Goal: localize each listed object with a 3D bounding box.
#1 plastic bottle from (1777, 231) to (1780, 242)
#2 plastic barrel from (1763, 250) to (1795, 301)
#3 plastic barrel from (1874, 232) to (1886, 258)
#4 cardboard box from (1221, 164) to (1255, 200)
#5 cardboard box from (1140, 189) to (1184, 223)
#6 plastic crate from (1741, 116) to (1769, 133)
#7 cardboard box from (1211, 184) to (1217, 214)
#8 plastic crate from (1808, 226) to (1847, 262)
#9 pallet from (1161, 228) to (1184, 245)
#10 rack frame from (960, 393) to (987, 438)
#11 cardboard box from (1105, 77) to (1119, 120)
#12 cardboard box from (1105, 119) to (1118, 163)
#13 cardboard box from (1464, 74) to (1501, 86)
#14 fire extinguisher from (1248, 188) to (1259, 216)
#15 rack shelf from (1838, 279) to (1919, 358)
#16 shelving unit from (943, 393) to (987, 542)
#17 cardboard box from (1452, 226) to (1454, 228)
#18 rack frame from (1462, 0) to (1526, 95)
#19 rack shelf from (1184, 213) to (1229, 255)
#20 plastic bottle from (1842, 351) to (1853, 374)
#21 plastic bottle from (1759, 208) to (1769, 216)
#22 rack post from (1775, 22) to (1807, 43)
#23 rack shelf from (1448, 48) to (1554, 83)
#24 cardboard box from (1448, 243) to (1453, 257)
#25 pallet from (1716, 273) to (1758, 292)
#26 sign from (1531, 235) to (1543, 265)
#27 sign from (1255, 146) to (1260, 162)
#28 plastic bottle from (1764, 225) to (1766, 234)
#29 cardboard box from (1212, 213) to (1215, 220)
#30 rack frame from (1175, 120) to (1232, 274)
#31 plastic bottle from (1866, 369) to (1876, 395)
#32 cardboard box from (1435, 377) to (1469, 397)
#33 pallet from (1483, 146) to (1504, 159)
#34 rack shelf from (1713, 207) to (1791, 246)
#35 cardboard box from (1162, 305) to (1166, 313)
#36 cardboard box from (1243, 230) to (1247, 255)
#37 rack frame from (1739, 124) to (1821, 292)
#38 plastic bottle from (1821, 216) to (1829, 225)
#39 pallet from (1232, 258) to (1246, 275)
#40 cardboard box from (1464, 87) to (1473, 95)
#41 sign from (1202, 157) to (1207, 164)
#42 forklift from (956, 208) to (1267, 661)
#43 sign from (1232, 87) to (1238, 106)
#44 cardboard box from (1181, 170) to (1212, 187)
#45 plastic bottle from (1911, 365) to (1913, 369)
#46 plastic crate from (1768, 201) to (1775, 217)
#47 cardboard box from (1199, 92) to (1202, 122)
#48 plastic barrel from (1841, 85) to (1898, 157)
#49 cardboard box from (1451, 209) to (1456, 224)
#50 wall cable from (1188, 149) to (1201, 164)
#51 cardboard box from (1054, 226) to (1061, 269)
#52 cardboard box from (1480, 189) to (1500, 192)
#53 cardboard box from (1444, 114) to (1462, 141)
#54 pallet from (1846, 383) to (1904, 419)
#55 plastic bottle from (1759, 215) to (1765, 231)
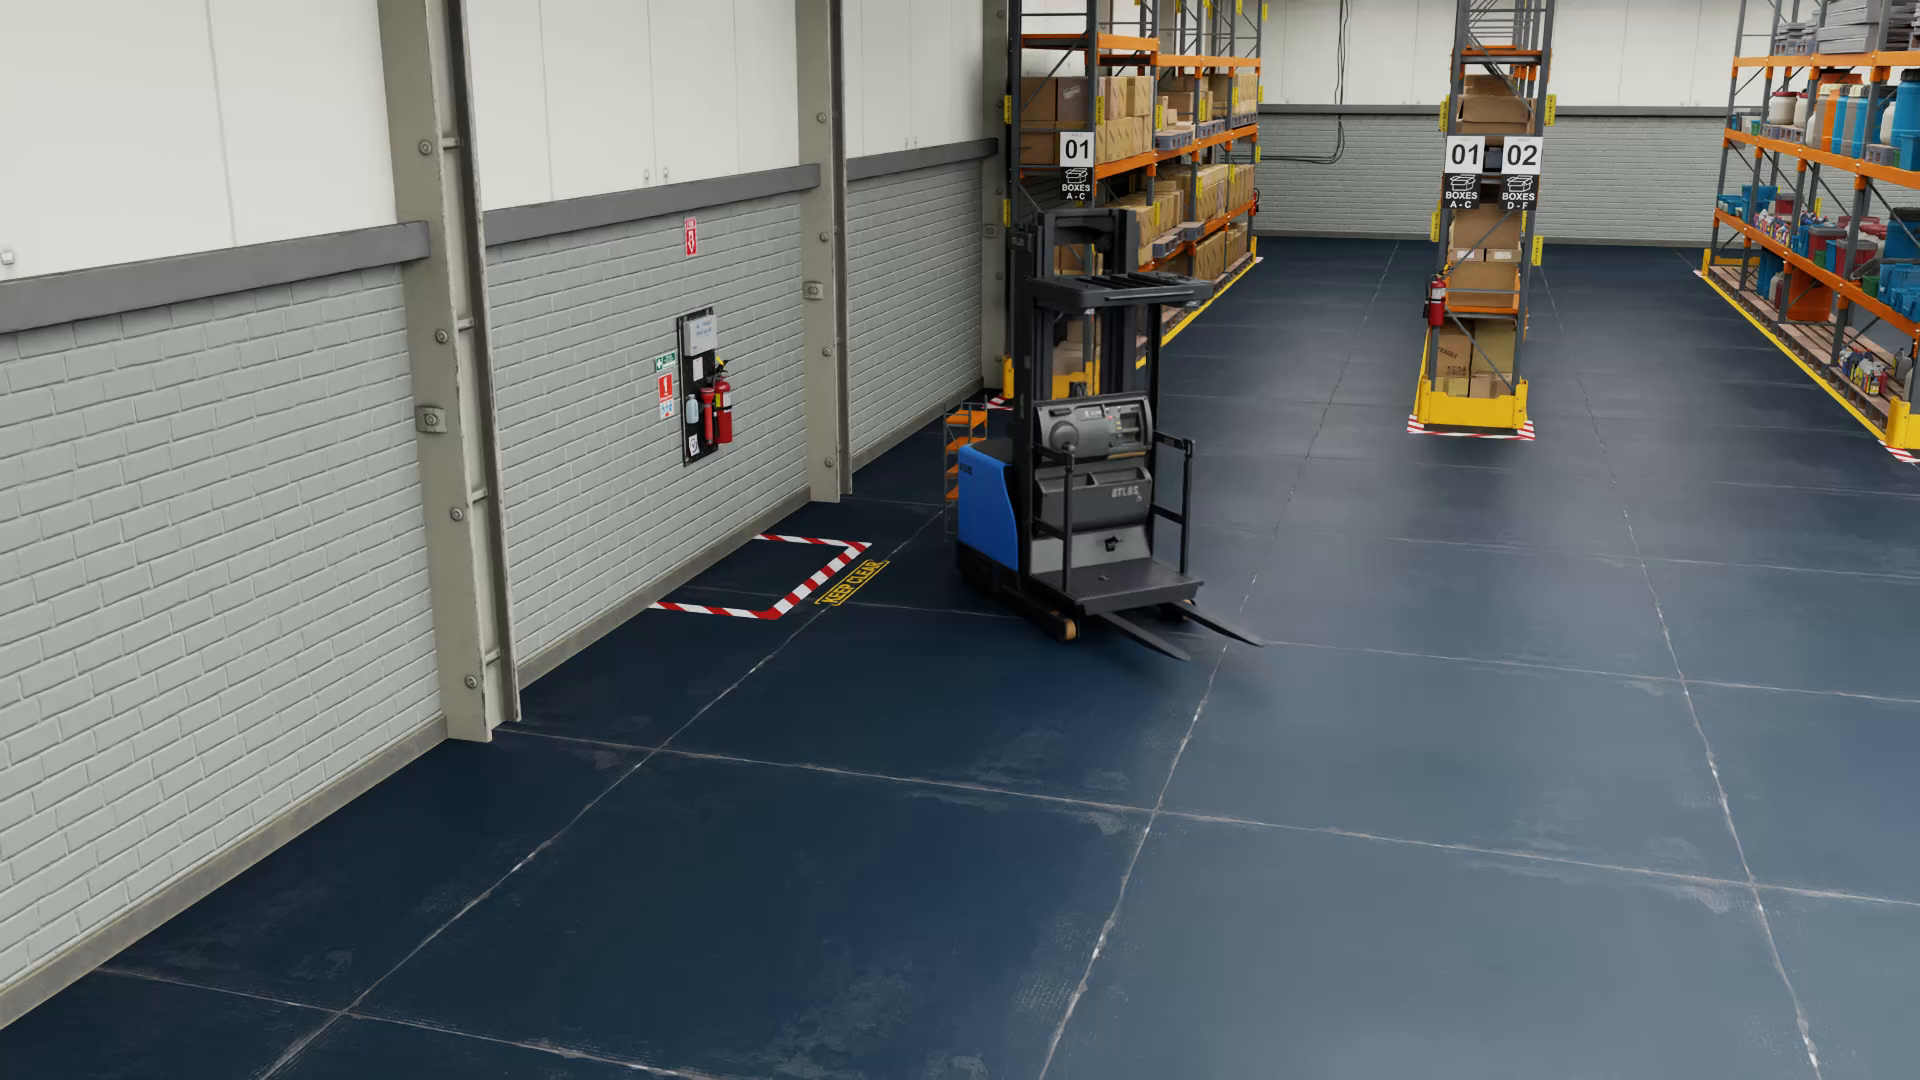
[{"bbox_3d":[12.833,-4.759,25.976,0.097,0.201,0.097,0,16,0],"label":"plastic bottle"},{"bbox_3d":[13.637,-4.412,27.465,0.600,0.901,0.708,5,16,16],"label":"plastic barrel"},{"bbox_3d":[12.218,-3.752,21.811,0.433,0.535,0.433,0,16,0],"label":"plastic barrel"},{"bbox_3d":[5.512,-7.371,34.270,0.980,0.700,0.700,5,17,18],"label":"cardboard box"},{"bbox_3d":[3.250,-5.404,26.895,0.700,0.500,0.500,3,16,9],"label":"cardboard box"},{"bbox_3d":[14.221,-7.423,29.722,0.437,0.282,0.530,5,16,16],"label":"plastic crate"},{"bbox_3d":[4.198,-5.979,29.146,0.500,0.500,0.500,5,17,17],"label":"cardboard box"},{"bbox_3d":[12.120,-4.131,23.281,0.402,0.464,0.583,5,16,16],"label":"plastic crate"},{"bbox_3d":[2.851,-4.655,25.594,1.003,0.211,1.213,5,16,16],"label":"pallet"},{"bbox_3d":[0.116,-0.684,14.543,0.240,1.200,0.015,5,16,16],"label":"rack frame"},{"bbox_3d":[1.634,-5.366,20.201,0.500,0.500,0.500,4,16,15],"label":"cardboard box"},{"bbox_3d":[1.622,-4.882,20.326,0.500,0.500,0.500,6,17,20],"label":"cardboard box"},{"bbox_3d":[9.774,-8.427,31.031,0.700,0.500,0.500,5,16,16],"label":"cardboard box"},{"bbox_3d":[6.133,-7.148,34.858,0.296,0.674,0.183,5,16,16],"label":"fire extinguisher"},{"bbox_3d":[11.168,-2.584,19.260,1.077,0.370,4.000,5,16,16],"label":"rack shelf"},{"bbox_3d":[0.047,-0.621,14.318,0.258,1.200,0.503,5,16,16],"label":"shelving unit"},{"bbox_3d":[6.510,-3.941,21.355,0.380,0.149,0.250,4,16,15],"label":"cardboard box"},{"bbox_3d":[9.262,-8.817,28.925,1.000,3.000,0.127,5,16,16],"label":"rack frame"},{"bbox_3d":[3.943,-5.445,29.348,1.077,0.370,4.000,5,16,16],"label":"rack shelf"},{"bbox_3d":[11.160,-2.218,20.839,0.152,0.276,0.135,5,17,18],"label":"plastic bottle"},{"bbox_3d":[13.587,-5.445,28.119,0.144,0.351,0.185,5,16,16],"label":"plastic bottle"},{"bbox_3d":[13.740,-8.178,26.809,0.937,0.300,0.954,4,16,15],"label":"rack post"},{"bbox_3d":[6.420,-5.663,19.854,1.077,0.370,4.000,5,16,16],"label":"rack shelf"},{"bbox_3d":[5.850,-3.335,19.219,0.380,0.149,0.250,5,17,17],"label":"cardboard box"},{"bbox_3d":[14.526,-4.720,30.584,1.003,0.211,1.213,5,16,16],"label":"pallet"},{"bbox_3d":[6.382,-3.202,18.389,0.100,0.325,0.005,5,16,16],"label":"sign"},{"bbox_3d":[6.164,-7.986,34.432,0.100,0.325,0.005,5,16,16],"label":"sign"},{"bbox_3d":[13.190,-5.089,27.137,0.097,0.201,0.097,0,16,0],"label":"plastic bottle"},{"bbox_3d":[4.369,-5.828,29.804,0.380,0.149,0.250,5,16,16],"label":"cardboard box"},{"bbox_3d":[4.511,-6.314,31.094,1.000,3.000,0.127,5,16,16],"label":"rack frame"},{"bbox_3d":[10.717,-1.858,19.554,0.061,0.283,0.133,5,17,17],"label":"plastic bottle"},{"bbox_3d":[5.720,-1.834,19.568,0.500,0.250,0.500,5,16,16],"label":"cardboard box"},{"bbox_3d":[6.422,-4.695,20.052,1.003,0.211,1.213,5,16,16],"label":"pallet"},{"bbox_3d":[14.578,-5.723,30.329,1.077,0.370,4.000,5,16,16],"label":"rack shelf"},{"bbox_3d":[2.848,-3.827,26.098,0.700,0.500,0.500,5,16,16],"label":"cardboard box"},{"bbox_3d":[5.545,-6.169,34.395,0.700,0.500,0.500,5,16,16],"label":"cardboard box"},{"bbox_3d":[14.010,-5.546,28.386,1.000,3.000,0.127,5,16,16],"label":"rack frame"},{"bbox_3d":[13.749,-4.968,26.439,0.144,0.351,0.185,5,16,16],"label":"plastic bottle"},{"bbox_3d":[5.147,-5.486,33.284,1.003,0.211,1.213,5,16,16],"label":"pallet"},{"bbox_3d":[8.671,-7.197,27.574,0.600,0.600,0.600,4,16,14],"label":"cardboard box"},{"bbox_3d":[5.117,-7.860,34.812,0.100,0.325,0.005,5,16,16],"label":"sign"},{"bbox_3d":[1.076,-0.828,11.876,1.130,2.935,3.031,-8,18,-25],"label":"forklift"},{"bbox_3d":[5.034,-8.118,30.432,0.100,0.325,0.005,5,16,16],"label":"sign"},{"bbox_3d":[4.041,-6.200,28.552,0.500,0.250,0.500,5,17,16],"label":"cardboard box"},{"bbox_3d":[11.578,-2.034,20.174,0.061,0.283,0.133,5,16,16],"label":"plastic bottle"},{"bbox_3d":[14.620,-5.903,29.752,0.437,0.282,0.530,5,16,16],"label":"plastic crate"},{"bbox_3d":[3.727,-7.388,28.395,0.700,0.500,0.500,6,17,19],"label":"cardboard box"},{"bbox_3d":[11.858,-5.458,21.661,0.600,0.901,0.600,0,16,0],"label":"plastic barrel"},{"bbox_3d":[8.196,-5.308,26.595,0.700,0.500,0.500,-1,16,-3],"label":"cardboard box"},{"bbox_3d":[5.105,-8.258,36.085,0.084,1.984,1.851,5,16,16],"label":"wall cable"},{"bbox_3d":[1.031,-3.613,20.434,0.500,0.500,0.500,4,16,15],"label":"cardboard box"},{"bbox_3d":[6.583,-4.131,20.835,0.700,0.500,0.500,5,16,16],"label":"cardboard box"},{"bbox_3d":[6.084,-4.928,19.848,0.500,0.311,0.500,7,17,22],"label":"cardboard box"},{"bbox_3d":[11.160,-1.619,19.650,1.003,0.211,1.213,5,16,16],"label":"pallet"},{"bbox_3d":[13.350,-5.269,27.644,0.097,0.271,0.097,0,16,0],"label":"plastic bottle"}]
